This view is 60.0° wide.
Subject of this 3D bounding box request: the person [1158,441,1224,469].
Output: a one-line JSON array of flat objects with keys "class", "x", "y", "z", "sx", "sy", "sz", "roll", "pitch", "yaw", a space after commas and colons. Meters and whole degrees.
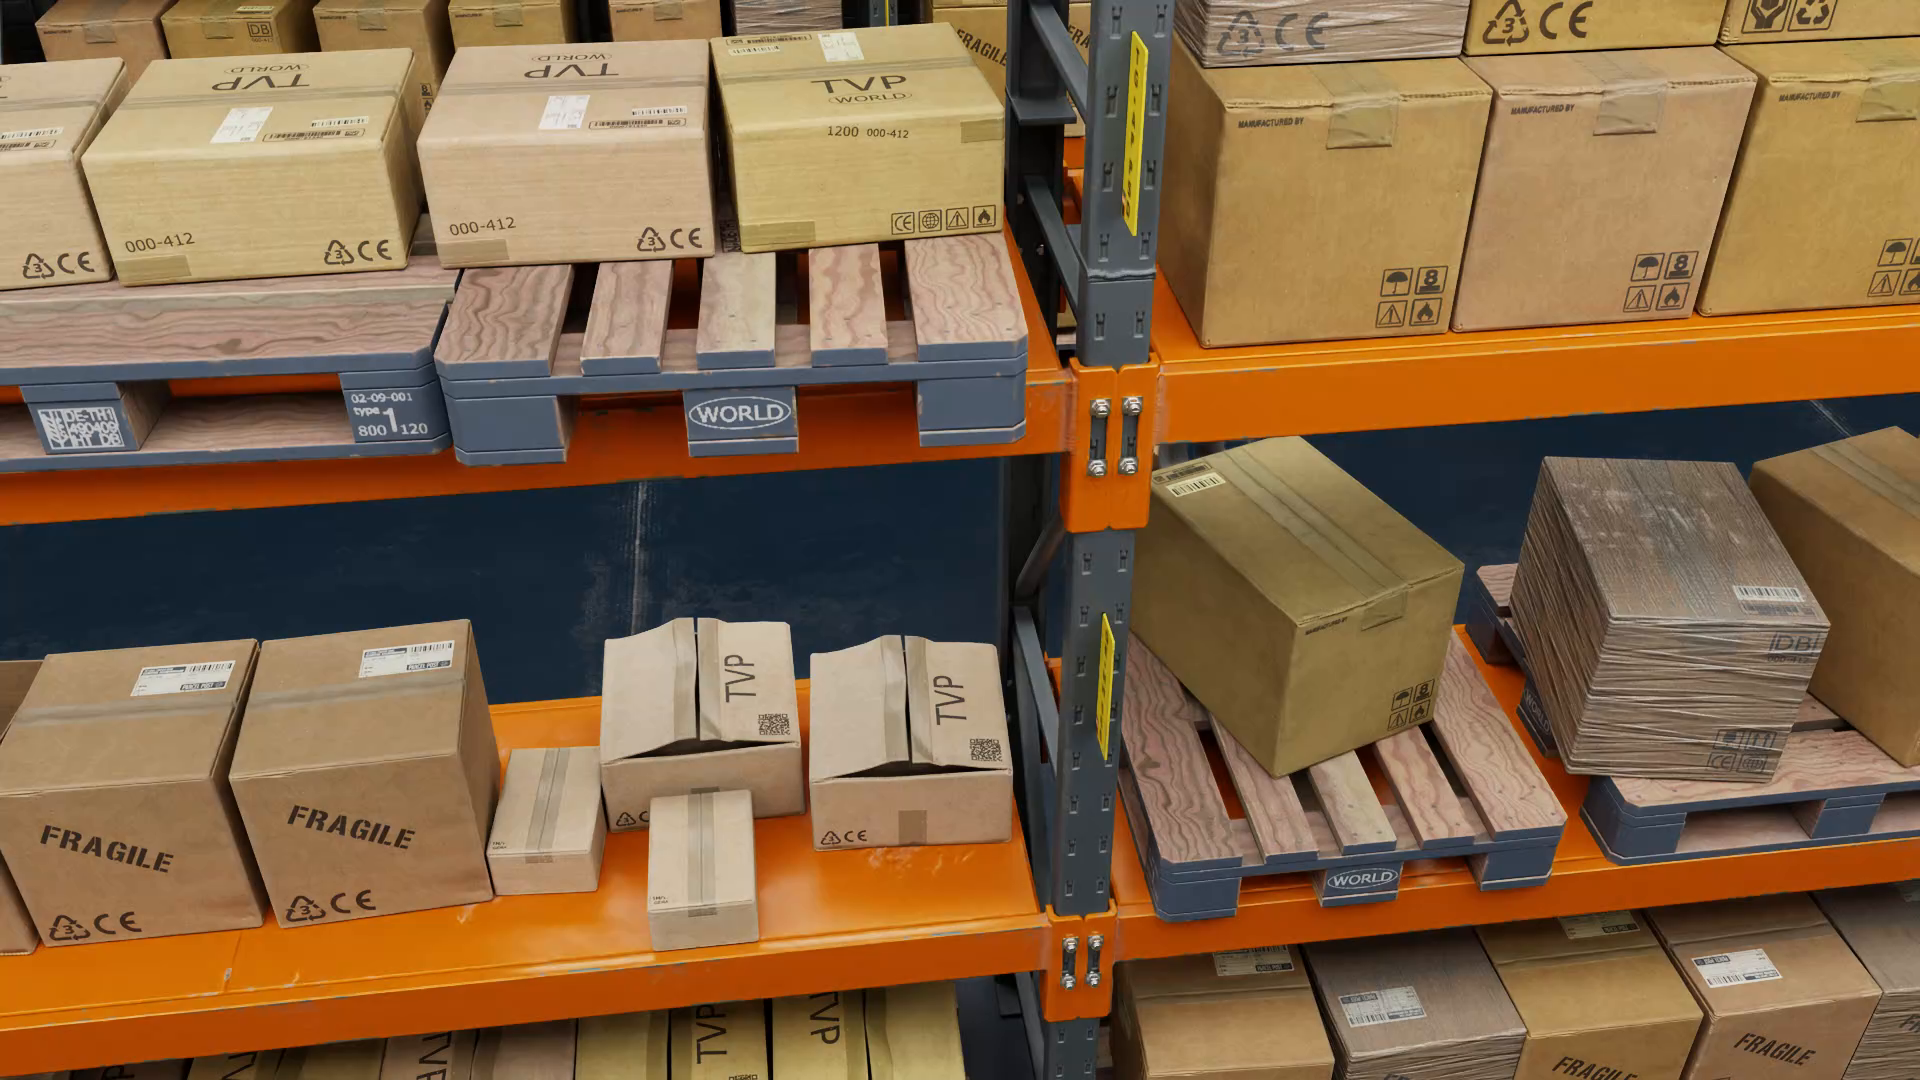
[{"class": "person", "x": 0.972, "y": -0.685, "z": 7.152, "sx": 0.495, "sy": 1.741, "sz": 0.580, "roll": 3, "pitch": 35, "yaw": 4}]
